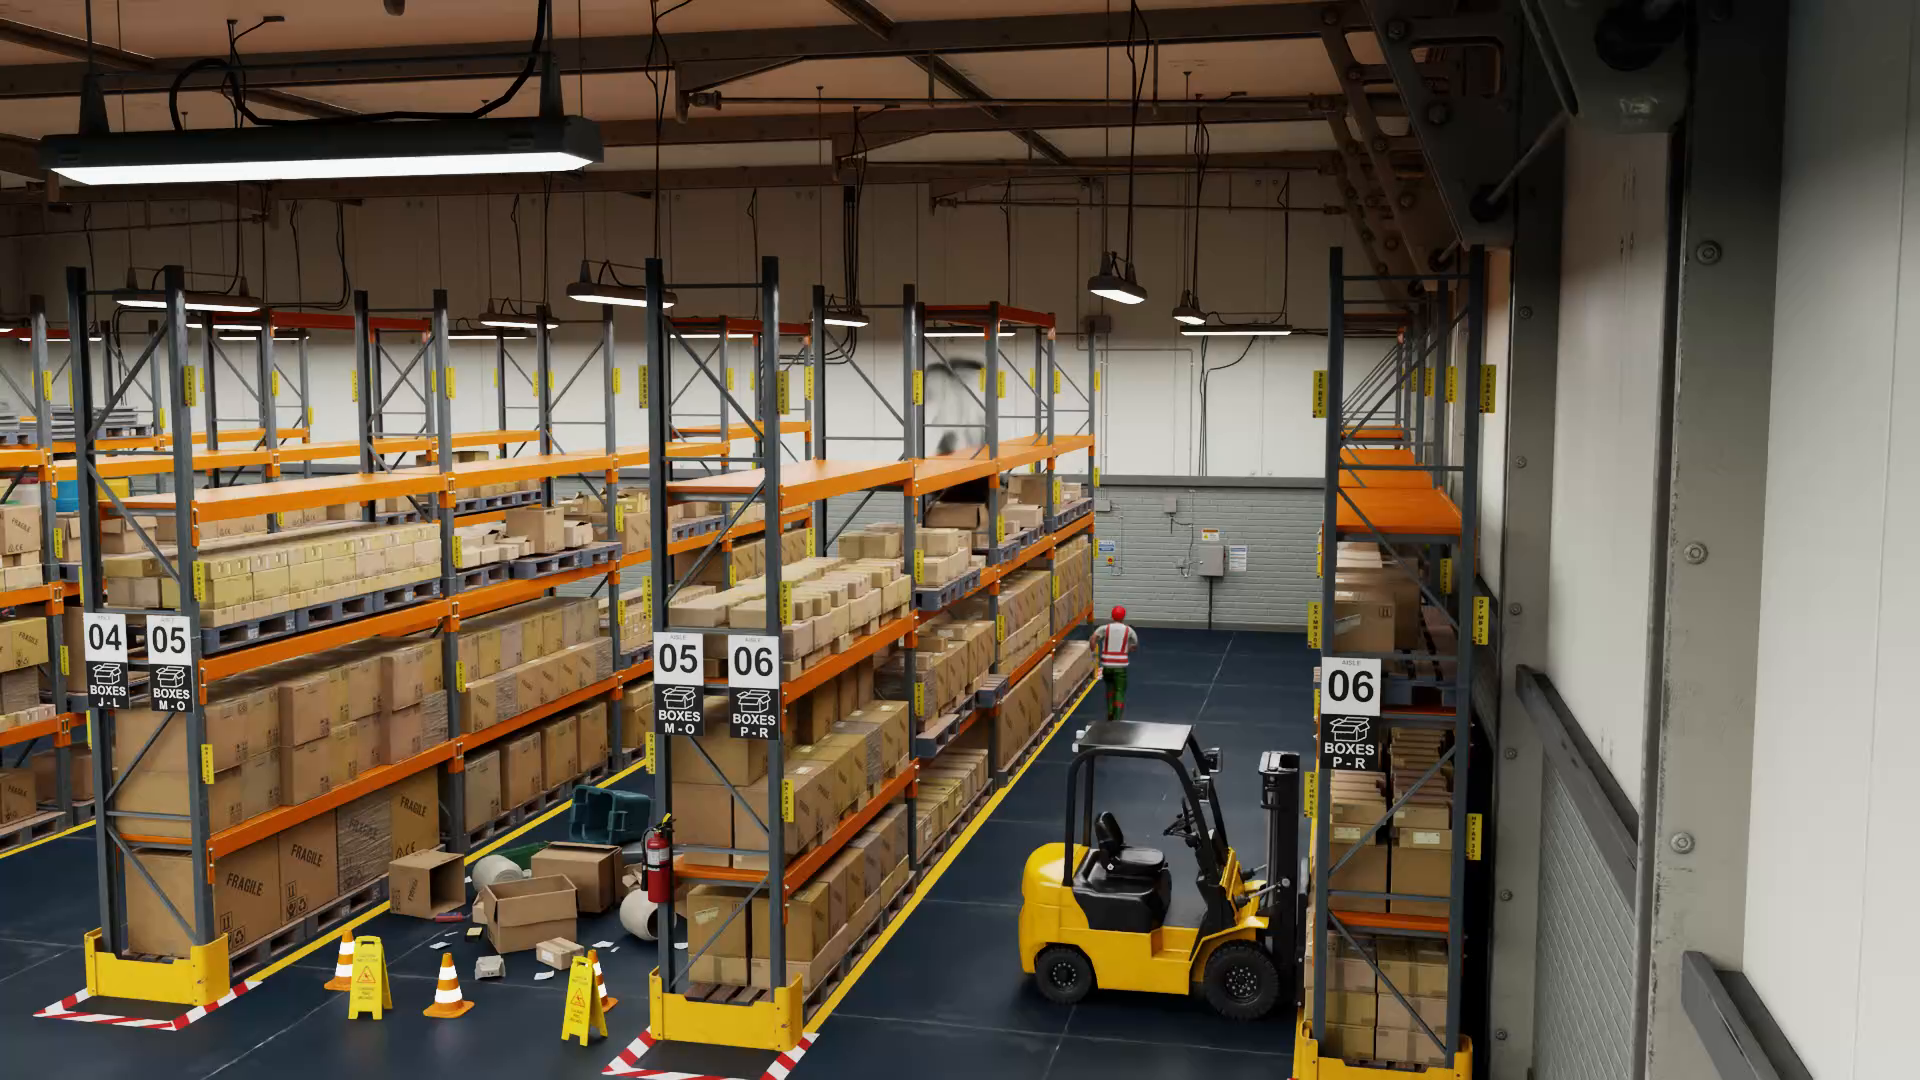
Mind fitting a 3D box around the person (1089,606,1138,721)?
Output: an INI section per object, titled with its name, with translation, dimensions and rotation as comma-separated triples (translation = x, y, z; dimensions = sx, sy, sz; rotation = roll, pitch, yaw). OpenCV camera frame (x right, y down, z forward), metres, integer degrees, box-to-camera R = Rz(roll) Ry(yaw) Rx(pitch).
[person]
translation = 2.235, 1.837, 24.097
dimensions = 0.671, 1.783, 0.884
rotation = 2, 6, 16
